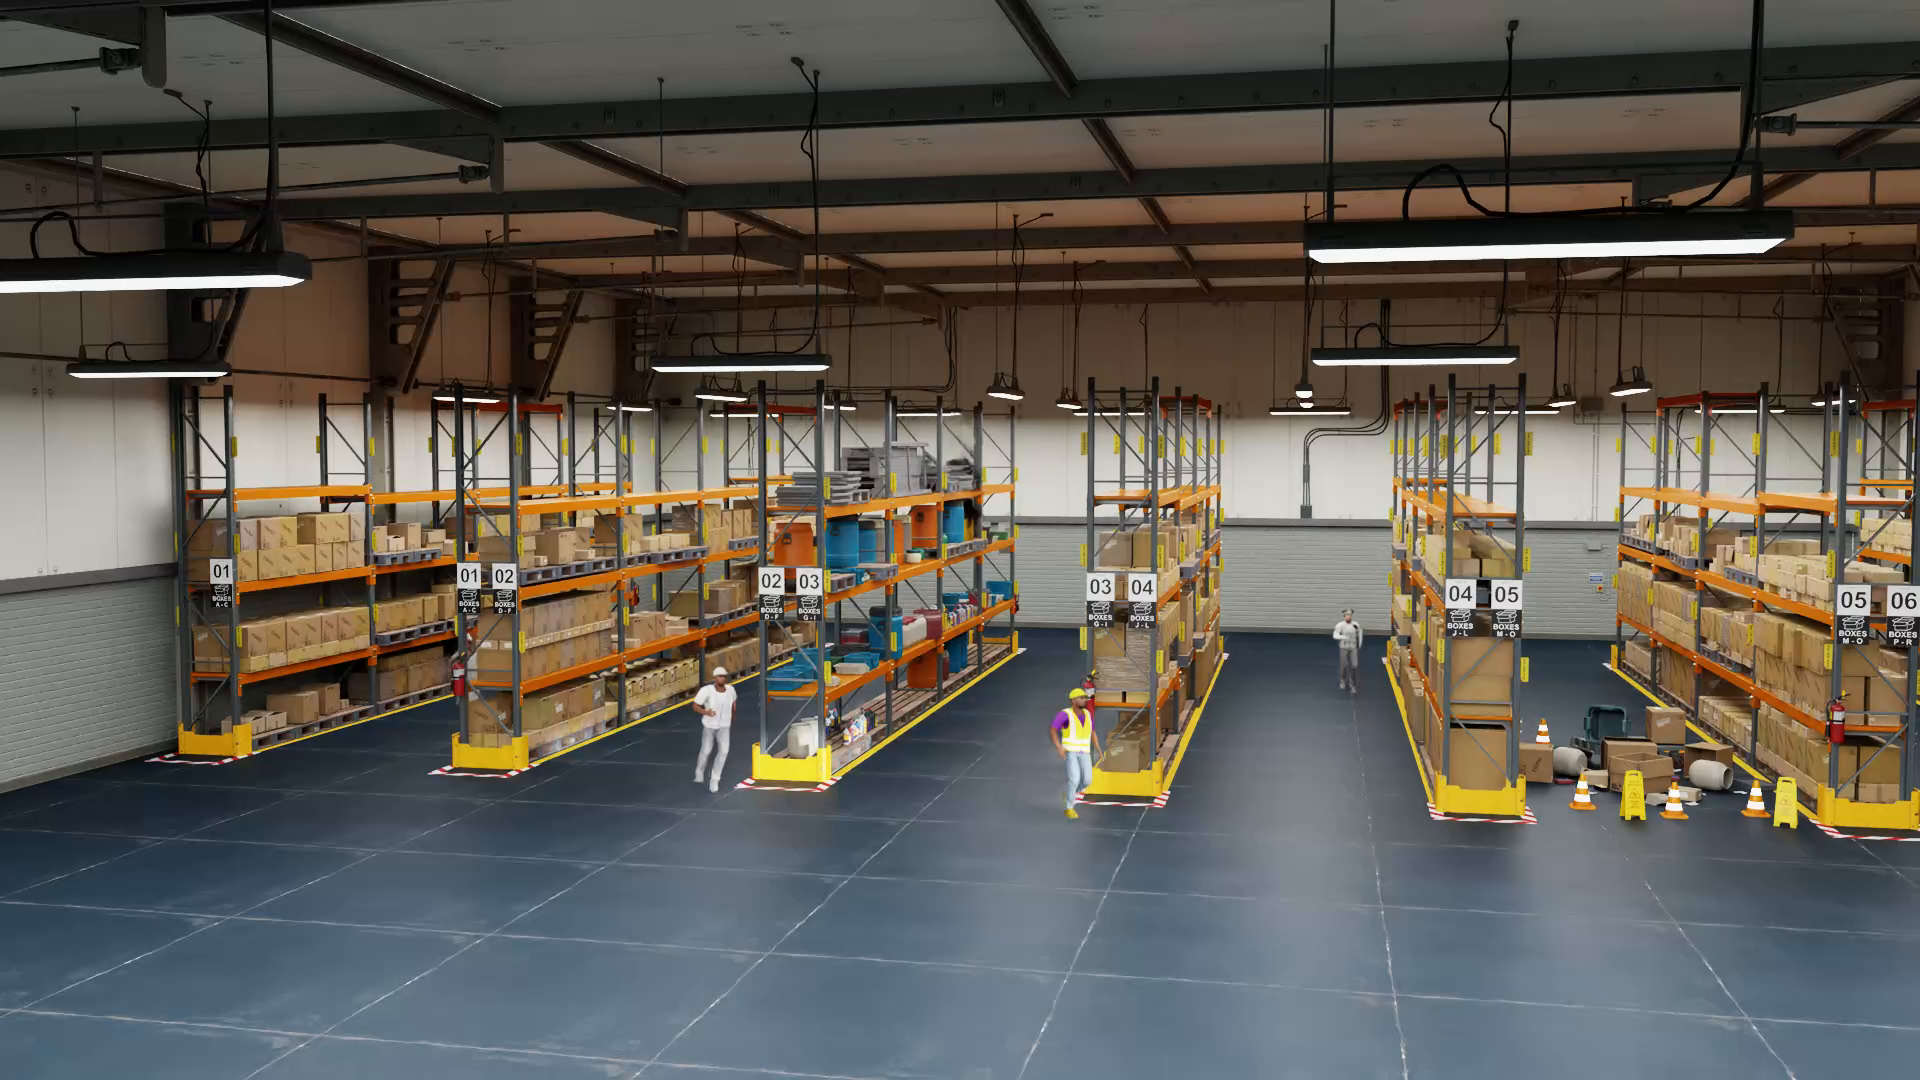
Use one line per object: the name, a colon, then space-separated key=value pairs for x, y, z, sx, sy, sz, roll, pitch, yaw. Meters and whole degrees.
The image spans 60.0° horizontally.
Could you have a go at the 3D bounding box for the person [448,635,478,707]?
person: x=-8.396 y=2.503 z=28.347 sx=0.654 sy=1.776 sz=0.985 roll=0 pitch=3 yaw=-2

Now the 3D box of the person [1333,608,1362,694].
person: x=7.924 y=2.259 z=33.955 sx=0.632 sy=1.755 sz=0.737 roll=0 pitch=3 yaw=5

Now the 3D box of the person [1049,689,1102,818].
person: x=1.592 y=2.888 z=22.622 sx=0.759 sy=1.710 sz=0.515 roll=-2 pitch=4 yaw=-28

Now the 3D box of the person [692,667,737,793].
person: x=-3.581 y=2.755 z=24.424 sx=0.726 sy=1.798 sz=0.762 roll=-1 pitch=3 yaw=-23
